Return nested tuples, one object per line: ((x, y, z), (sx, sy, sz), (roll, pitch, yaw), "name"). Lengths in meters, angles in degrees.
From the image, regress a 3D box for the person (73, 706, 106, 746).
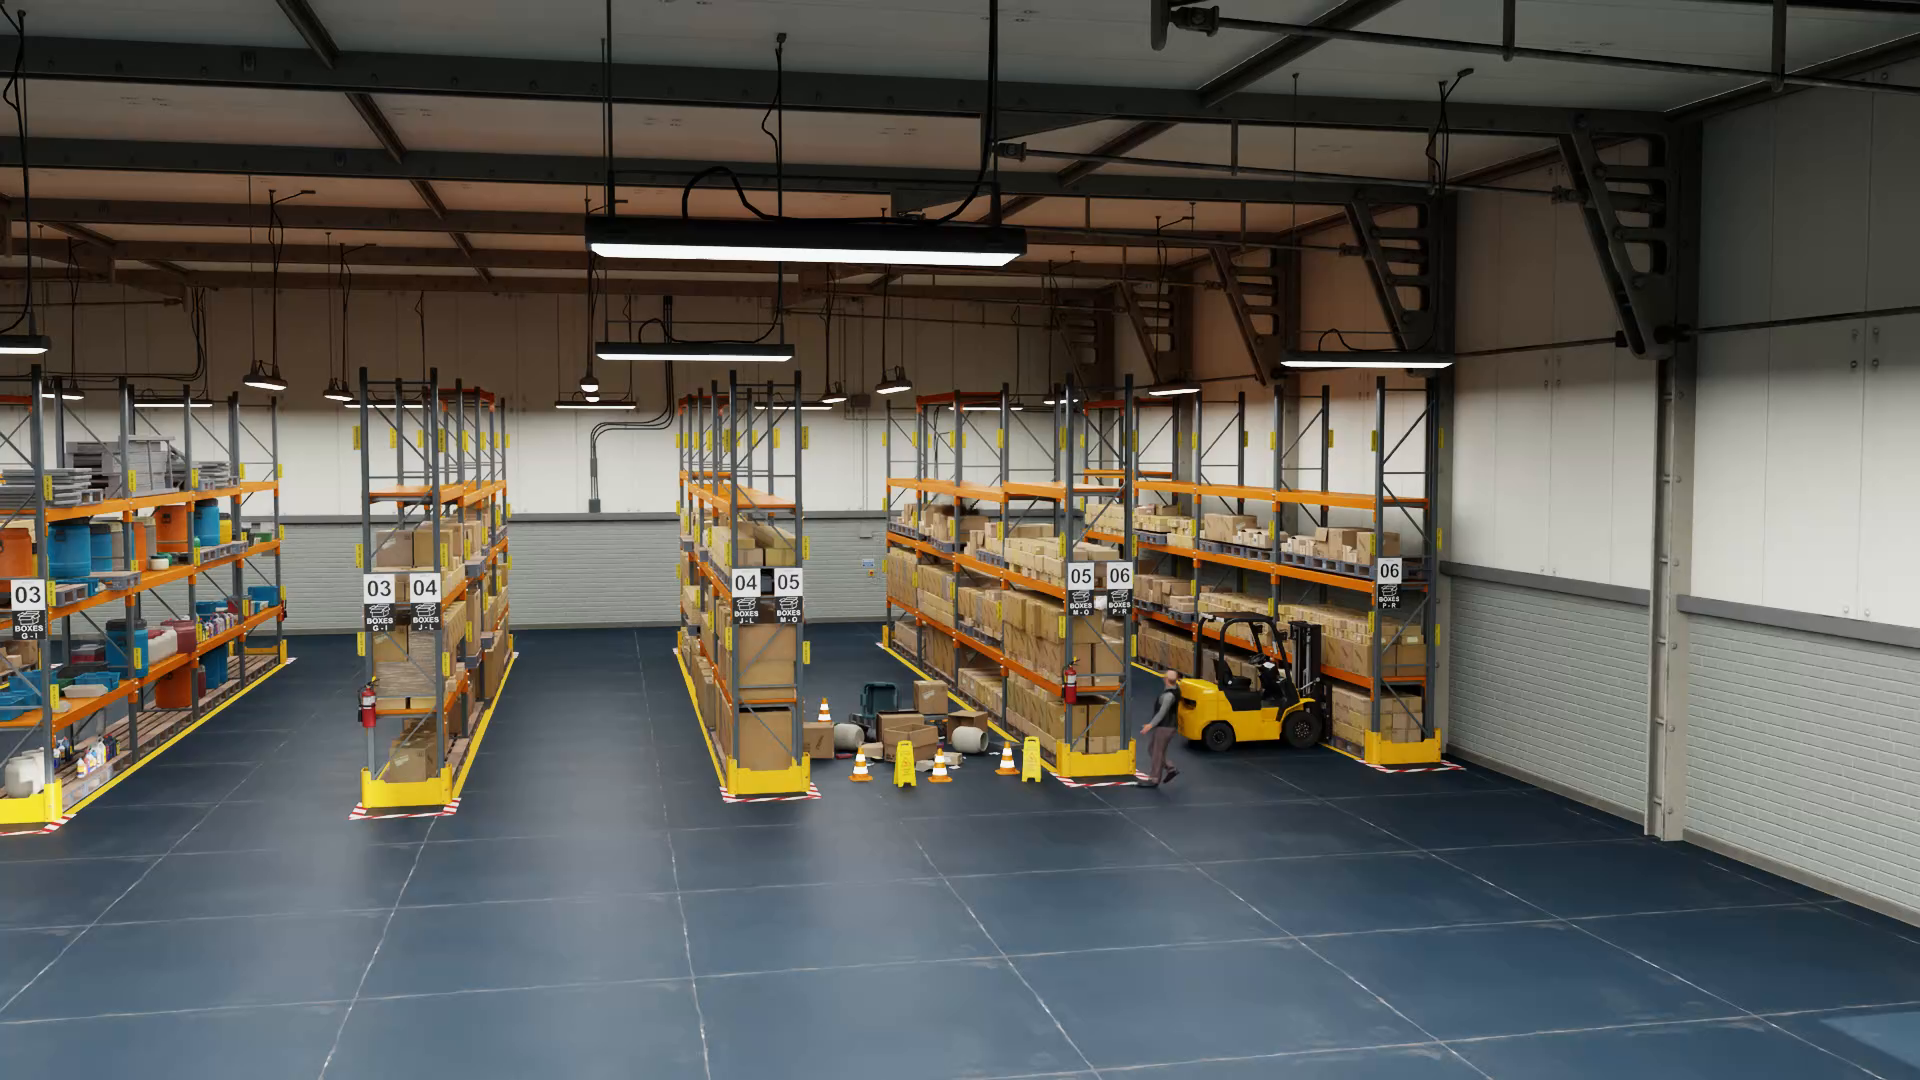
((-14.154, 2.561, 26.984), (0.539, 1.660, 0.536), (-1, 3, -10), "person")

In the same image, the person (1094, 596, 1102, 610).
((2.821, 1.828, 35.312), (0.511, 1.758, 0.609), (1, 4, 15), "person")

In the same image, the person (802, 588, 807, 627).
((-3.764, 1.849, 37.951), (0.445, 1.777, 0.560), (-2, 4, -27), "person")

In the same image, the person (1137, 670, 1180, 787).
((2.871, 2.718, 24.012), (0.623, 1.701, 0.593), (0, 3, 3), "person")
